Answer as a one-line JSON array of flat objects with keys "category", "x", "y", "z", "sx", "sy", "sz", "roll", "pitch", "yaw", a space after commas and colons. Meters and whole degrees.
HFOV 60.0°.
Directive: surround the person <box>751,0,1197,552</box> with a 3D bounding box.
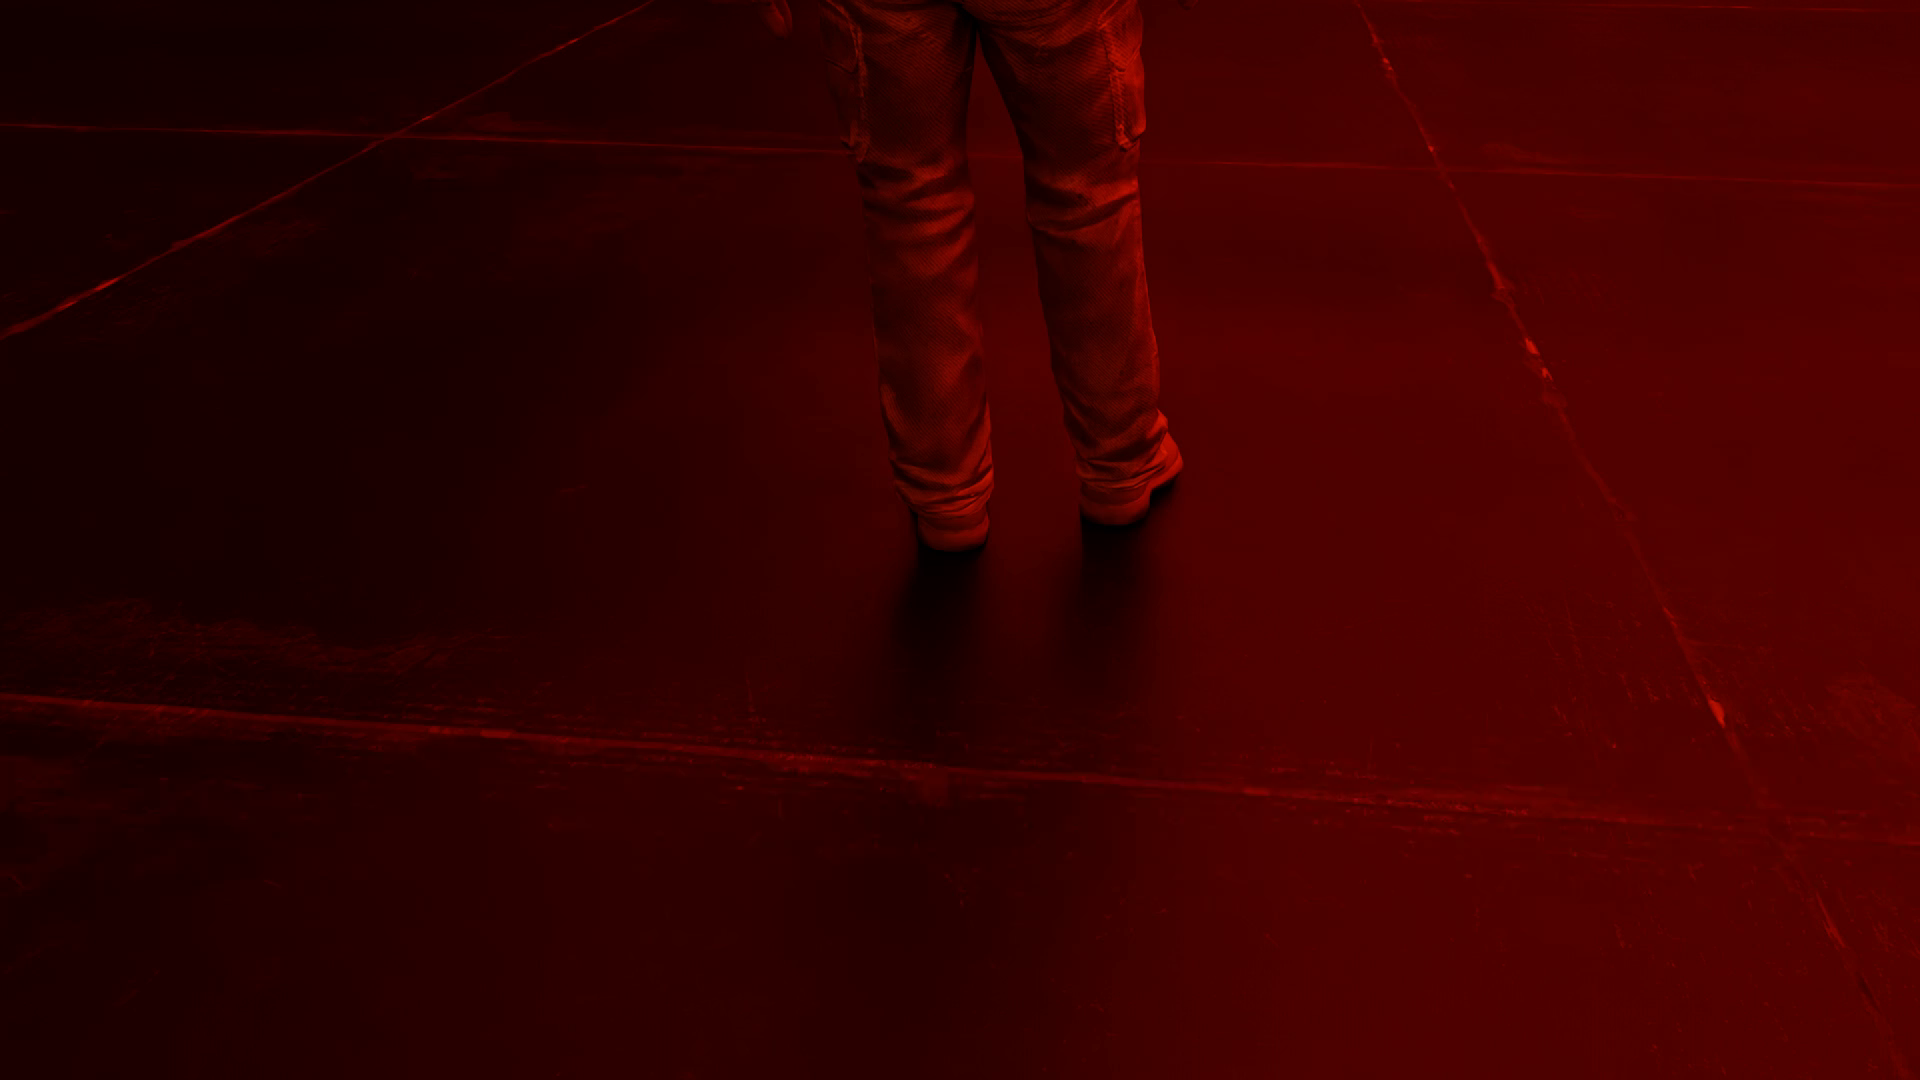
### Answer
[{"category": "person", "x": 0.019, "y": -0.836, "z": 2.161, "sx": 0.656, "sy": 1.782, "sz": 0.577, "roll": 3, "pitch": 27, "yaw": 7}]
